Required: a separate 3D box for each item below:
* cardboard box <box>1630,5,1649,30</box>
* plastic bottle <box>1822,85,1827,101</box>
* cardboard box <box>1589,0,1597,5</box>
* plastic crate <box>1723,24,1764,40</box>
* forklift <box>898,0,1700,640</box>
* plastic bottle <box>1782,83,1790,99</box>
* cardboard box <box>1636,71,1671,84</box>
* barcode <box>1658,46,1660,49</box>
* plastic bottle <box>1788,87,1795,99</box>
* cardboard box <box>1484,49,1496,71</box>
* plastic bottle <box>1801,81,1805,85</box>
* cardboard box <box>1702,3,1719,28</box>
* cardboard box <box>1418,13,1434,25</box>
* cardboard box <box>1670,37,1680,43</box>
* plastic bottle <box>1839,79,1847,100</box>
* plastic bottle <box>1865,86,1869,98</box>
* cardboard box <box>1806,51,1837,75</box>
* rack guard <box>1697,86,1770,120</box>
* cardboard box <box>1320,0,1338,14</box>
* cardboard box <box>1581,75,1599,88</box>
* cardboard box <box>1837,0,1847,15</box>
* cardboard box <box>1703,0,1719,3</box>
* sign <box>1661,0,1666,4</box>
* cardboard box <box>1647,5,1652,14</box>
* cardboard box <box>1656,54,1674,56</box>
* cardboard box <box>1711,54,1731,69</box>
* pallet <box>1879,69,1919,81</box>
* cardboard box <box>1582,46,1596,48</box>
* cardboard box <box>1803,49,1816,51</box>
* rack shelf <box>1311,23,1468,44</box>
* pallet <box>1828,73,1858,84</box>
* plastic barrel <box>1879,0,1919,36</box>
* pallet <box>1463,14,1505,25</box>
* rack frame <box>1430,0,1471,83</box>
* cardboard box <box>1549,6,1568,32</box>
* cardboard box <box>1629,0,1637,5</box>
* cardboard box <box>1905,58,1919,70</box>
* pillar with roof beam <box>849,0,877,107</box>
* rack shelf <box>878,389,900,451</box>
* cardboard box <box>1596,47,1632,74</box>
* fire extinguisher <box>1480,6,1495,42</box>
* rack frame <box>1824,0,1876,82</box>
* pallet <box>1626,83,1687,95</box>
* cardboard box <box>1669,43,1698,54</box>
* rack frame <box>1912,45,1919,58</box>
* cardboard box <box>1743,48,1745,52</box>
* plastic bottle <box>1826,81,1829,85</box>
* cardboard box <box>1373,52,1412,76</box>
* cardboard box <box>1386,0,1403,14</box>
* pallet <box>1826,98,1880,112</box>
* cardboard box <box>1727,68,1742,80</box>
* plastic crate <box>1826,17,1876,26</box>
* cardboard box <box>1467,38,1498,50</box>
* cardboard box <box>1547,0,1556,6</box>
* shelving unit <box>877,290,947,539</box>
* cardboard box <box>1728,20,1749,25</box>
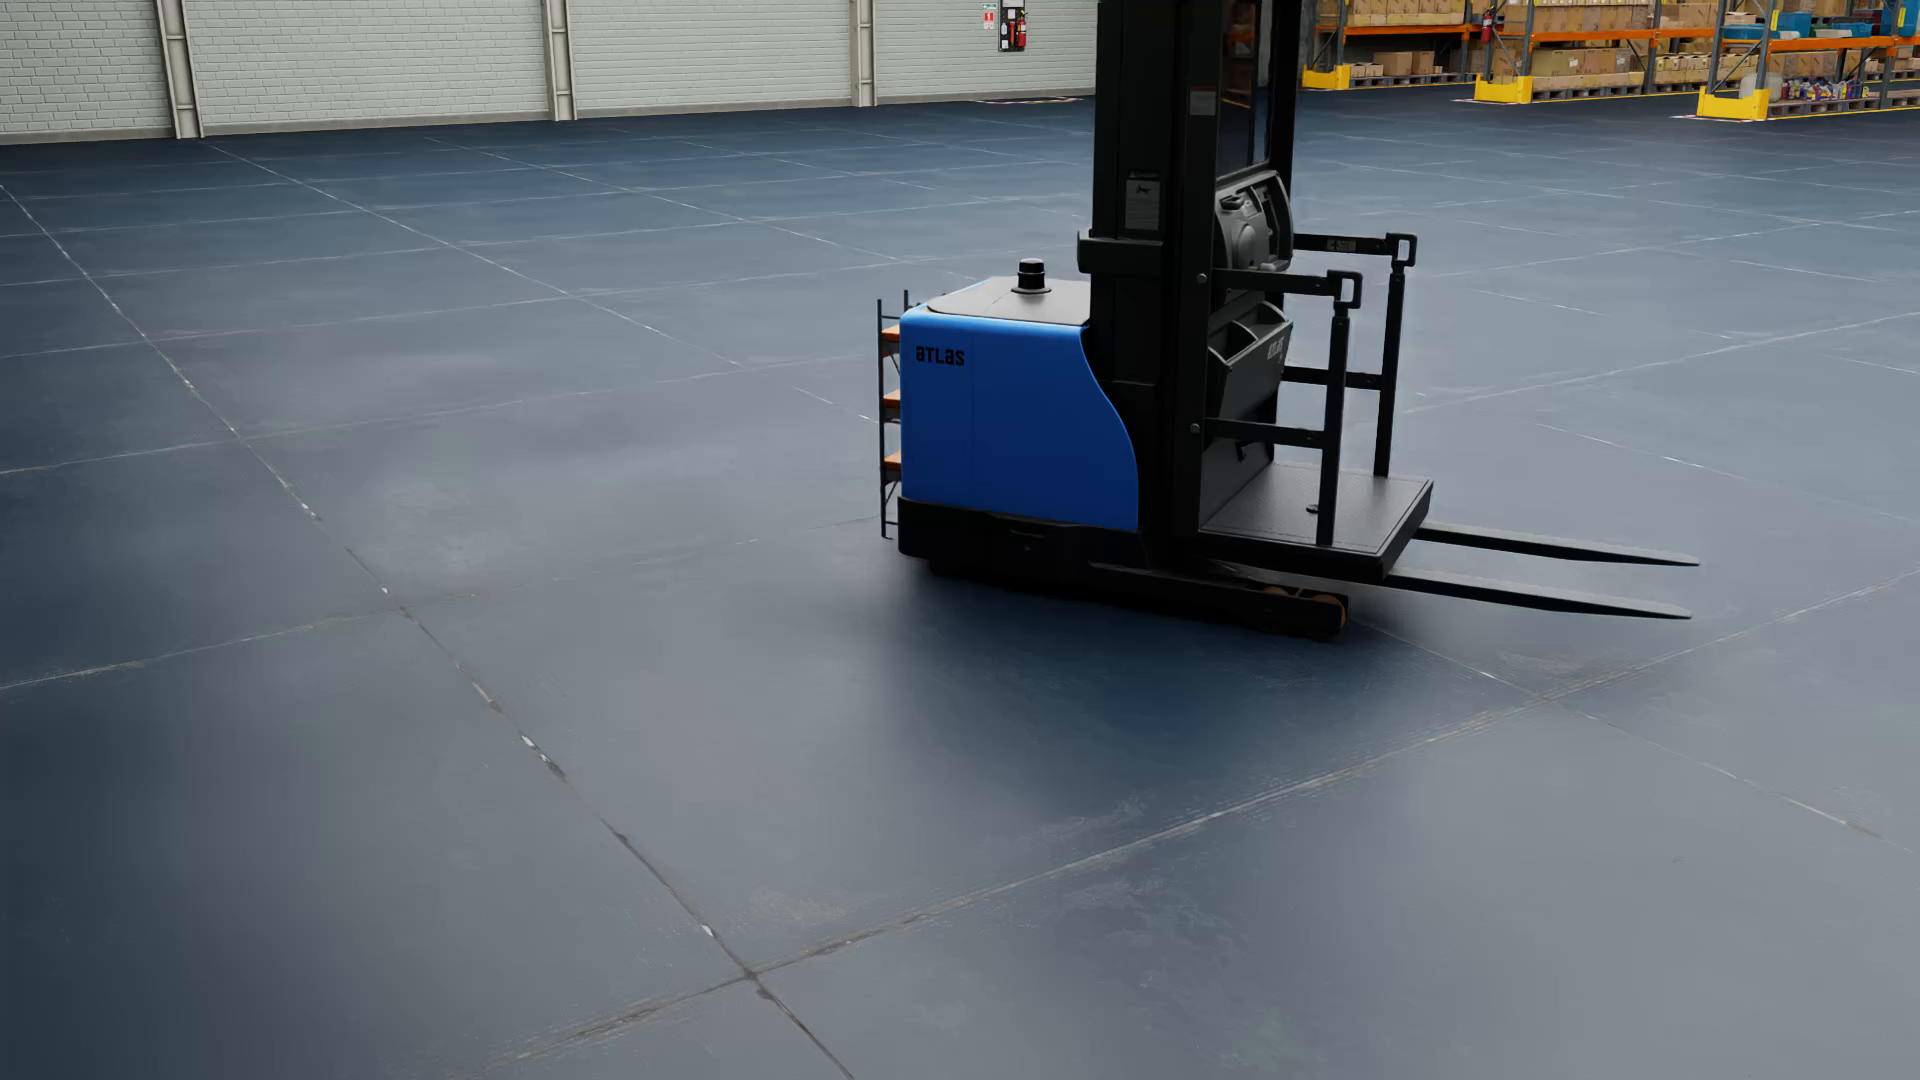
[{"bbox_3d":[13.780,-10.836,34.458,0.500,0.500,0.700,-13,22,-33],"label":"cardboard box"},{"bbox_3d":[15.583,-8.068,30.000,0.097,0.271,0.097,0,19,0],"label":"plastic bottle"},{"bbox_3d":[12.537,-10.801,33.340,0.250,0.149,0.380,-12,22,-31],"label":"cardboard box"},{"bbox_3d":[13.781,-8.936,29.226,0.616,0.251,0.499,-12,22,-31],"label":"plastic crate"},{"bbox_3d":[1.302,-1.212,6.252,3.031,2.935,1.130,9,20,24],"label":"forklift"},{"bbox_3d":[15.105,-8.210,30.399,0.133,0.283,0.061,-12,22,-31],"label":"plastic bottle"},{"bbox_3d":[14.620,-9.770,35.097,0.500,0.250,0.500,-13,22,-33],"label":"cardboard box"},{"bbox_3d":[14.589,-10.281,34.690,0.075,0.075,0.001,-12,22,-31],"label":"barcode"},{"bbox_3d":[15.246,-8.193,30.479,0.097,0.201,0.097,0,19,0],"label":"plastic bottle"},{"bbox_3d":[12.429,-11.456,39.663,0.500,0.500,0.700,-12,22,-32],"label":"cardboard box"},{"bbox_3d":[15.647,-8.382,30.910,0.133,0.283,0.061,-11,21,-29],"label":"plastic bottle"},{"bbox_3d":[16.095,-11.321,35.891,0.500,0.500,0.500,-13,23,-34],"label":"cardboard box"},{"bbox_3d":[10.358,-11.789,37.634,0.500,0.250,0.500,-12,22,-32],"label":"cardboard box"},{"bbox_3d":[18.551,-13.056,43.415,0.250,0.149,0.380,-12,22,-32],"label":"cardboard box"},{"bbox_3d":[16.059,-8.215,30.311,0.185,0.351,0.144,-12,22,-32],"label":"plastic bottle"},{"bbox_3d":[16.736,-8.279,30.731,0.097,0.201,0.097,0,19,0],"label":"plastic bottle"},{"bbox_3d":[19.737,-10.965,38.212,0.500,0.500,0.500,-12,22,-31],"label":"cardboard box"},{"bbox_3d":[13.565,-7.680,29.182,0.348,0.500,1.175,-12,22,-31],"label":"rack guard"},{"bbox_3d":[8.355,-11.922,36.858,0.500,0.500,0.500,-12,22,-32],"label":"cardboard box"},{"bbox_3d":[12.630,-9.359,33.883,0.500,0.250,0.500,-12,22,-31],"label":"cardboard box"},{"bbox_3d":[20.310,-12.500,38.725,0.700,0.500,0.500,14,23,35],"label":"cardboard box"},{"bbox_3d":[19.175,-13.963,43.393,0.700,0.700,0.980,-13,22,-33],"label":"cardboard box"},{"bbox_3d":[14.453,-11.168,34.120,0.005,0.325,0.100,-12,22,-31],"label":"sign"},{"bbox_3d":[17.009,-13.472,41.760,0.500,0.500,0.500,-12,22,-31],"label":"cardboard box"},{"bbox_3d":[15.177,-10.359,35.965,0.500,0.311,0.500,-12,22,-32],"label":"cardboard box"},{"bbox_3d":[16.332,-10.396,36.073,0.500,0.311,0.500,-12,22,-32],"label":"cardboard box"},{"bbox_3d":[22.422,-11.294,40.321,1.213,0.211,1.003,-12,22,-31],"label":"pallet"},{"bbox_3d":[13.174,-10.032,34.702,0.500,0.500,0.500,-12,22,-31],"label":"cardboard box"},{"bbox_3d":[19.455,-11.461,38.508,0.500,0.250,0.500,-12,22,-31],"label":"cardboard box"},{"bbox_3d":[9.749,-11.500,37.701,4.000,0.370,1.077,-12,22,-31],"label":"rack shelf"},{"bbox_3d":[20.170,-10.803,38.871,1.213,0.211,1.003,-12,22,-31],"label":"pallet"},{"bbox_3d":[17.357,-9.768,30.670,0.708,0.901,0.600,-12,22,-31],"label":"plastic barrel"},{"bbox_3d":[12.138,-12.198,38.941,1.213,0.211,1.003,-12,22,-31],"label":"pallet"},{"bbox_3d":[11.419,-12.193,38.627,0.127,3.000,1.000,-12,22,-31],"label":"rack frame"},{"bbox_3d":[11.639,-10.384,33.120,0.500,0.500,0.700,-11,22,-30],"label":"cardboard box"},{"bbox_3d":[13.613,-11.028,34.013,0.250,0.149,0.380,-13,22,-33],"label":"cardboard box"},{"bbox_3d":[23.040,-11.567,40.383,0.500,0.250,0.500,-12,22,-31],"label":"cardboard box"},{"bbox_3d":[0.533,-11.420,26.973,0.400,9.000,9.100,-12,22,-31],"label":"pillar with roof beam"},{"bbox_3d":[-0.200,-0.520,7.178,0.215,0.259,0.240,8,20,24],"label":"rack shelf"},{"bbox_3d":[13.456,-9.895,34.297,0.500,0.500,0.500,-12,22,-31],"label":"cardboard box"},{"bbox_3d":[10.452,-10.231,32.944,0.183,0.674,0.296,-12,22,-31],"label":"fire extinguisher"},{"bbox_3d":[20.828,-12.278,38.878,0.127,3.000,1.000,-12,22,-31],"label":"rack frame"},{"bbox_3d":[14.741,-9.688,35.571,1.213,0.211,1.003,-12,22,-31],"label":"pallet"},{"bbox_3d":[18.782,-12.721,43.437,0.500,0.500,0.700,-12,22,-31],"label":"cardboard box"},{"bbox_3d":[24.169,-12.982,40.962,0.127,3.000,1.000,-12,22,-31],"label":"rack frame"},{"bbox_3d":[20.912,-13.171,44.769,0.500,0.500,0.700,-12,22,-31],"label":"cardboard box"},{"bbox_3d":[16.165,-8.433,31.060,0.133,0.283,0.061,-12,22,-31],"label":"plastic bottle"},{"bbox_3d":[9.822,-10.827,37.802,0.500,0.500,0.700,-14,23,-35],"label":"cardboard box"},{"bbox_3d":[9.496,-11.960,36.969,0.500,0.500,0.500,-13,22,-33],"label":"cardboard box"},{"bbox_3d":[16.284,-8.115,30.919,1.213,0.211,1.003,-12,22,-31],"label":"pallet"},{"bbox_3d":[16.754,-10.220,36.429,0.500,0.250,0.500,-12,22,-32],"label":"cardboard box"},{"bbox_3d":[16.361,-9.455,30.627,0.504,0.338,0.767,-12,22,-31],"label":"plastic crate"},{"bbox_3d":[12.391,-11.785,39.466,0.500,0.250,0.500,-12,22,-33],"label":"cardboard box"},{"bbox_3d":[11.471,-10.578,32.680,0.250,0.149,0.380,-13,22,-33],"label":"cardboard box"},{"bbox_3d":[-0.200,-0.530,7.174,0.215,1.050,0.252,8,20,24],"label":"shelving unit"},{"bbox_3d":[16.888,-11.222,36.147,0.250,0.149,0.380,-12,22,-31],"label":"cardboard box"}]
